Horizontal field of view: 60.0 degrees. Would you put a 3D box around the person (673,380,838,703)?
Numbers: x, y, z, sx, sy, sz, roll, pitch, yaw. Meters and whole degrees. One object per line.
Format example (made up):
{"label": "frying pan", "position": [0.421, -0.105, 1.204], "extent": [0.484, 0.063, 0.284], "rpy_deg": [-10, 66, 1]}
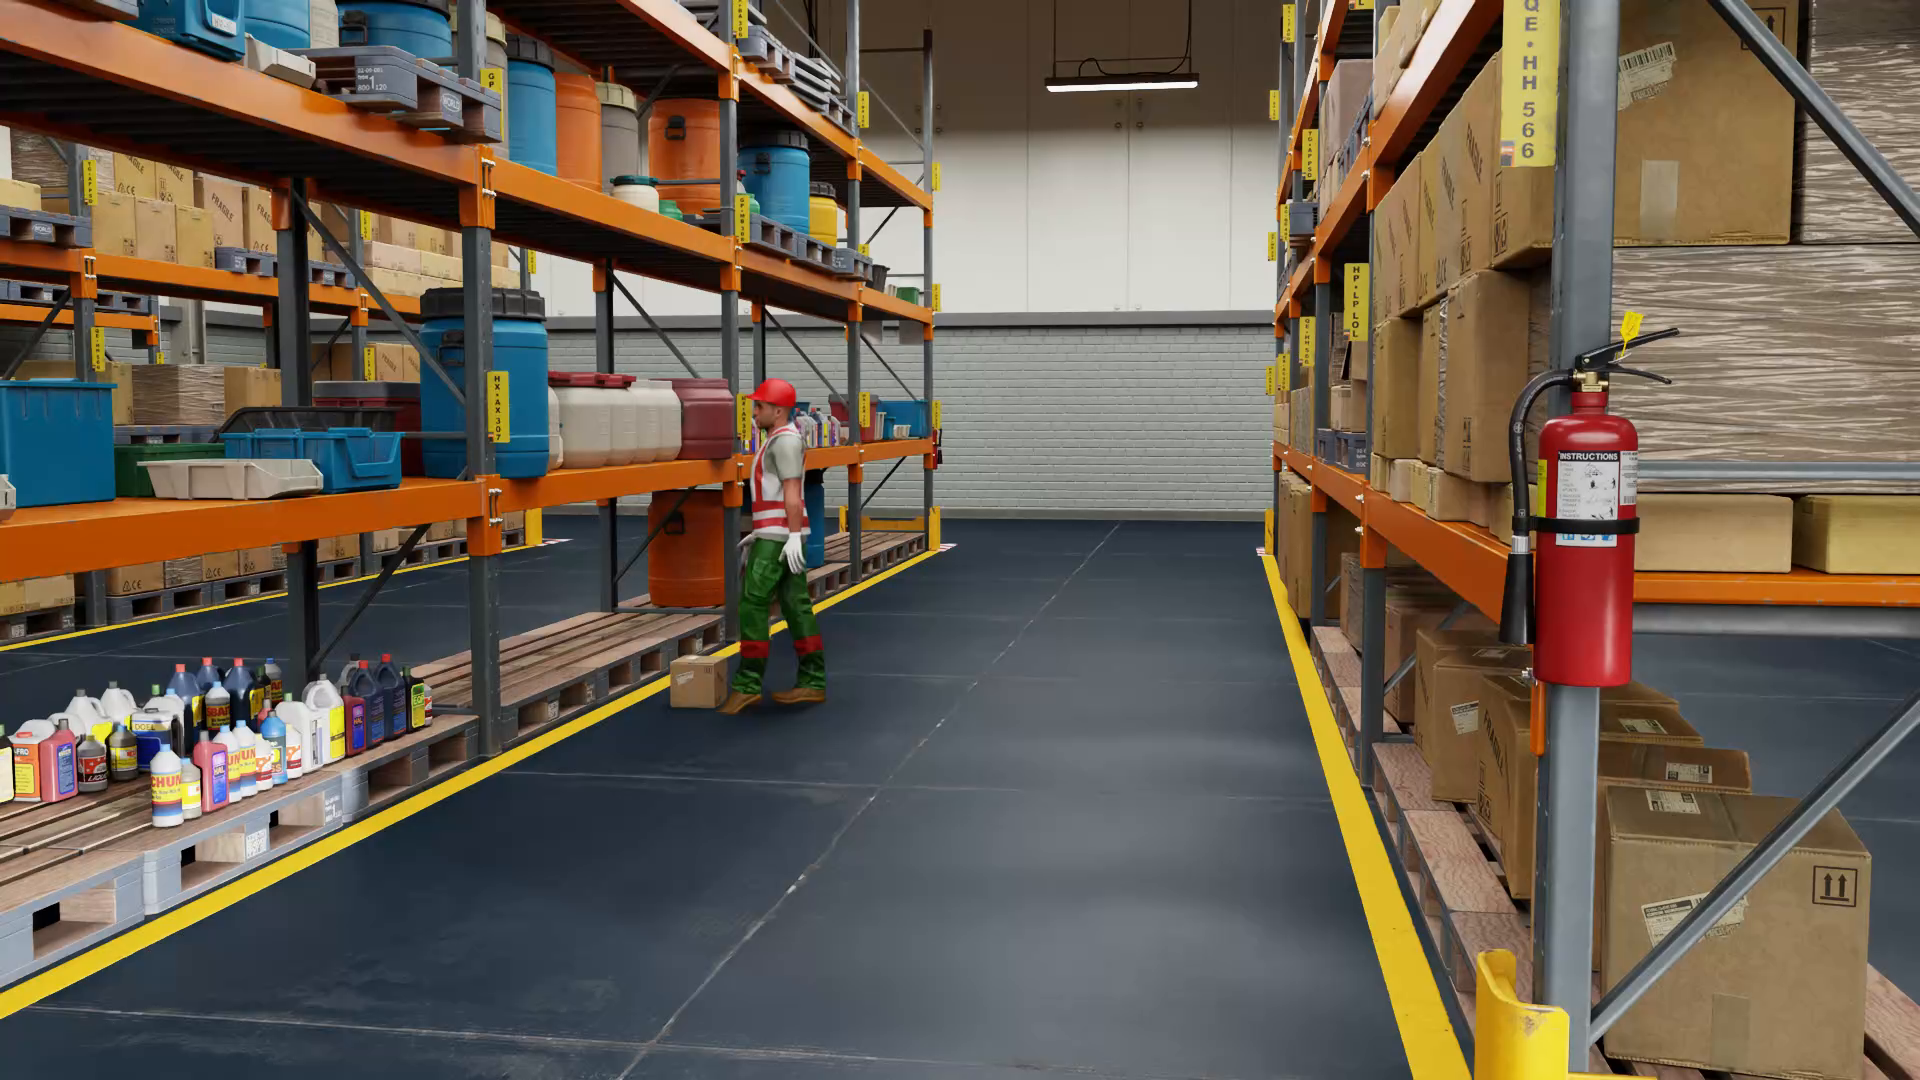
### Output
{"label": "person", "position": [-1.105, 0.009, 9.088], "extent": [0.877, 1.753, 0.566], "rpy_deg": [0, 4, 2]}
